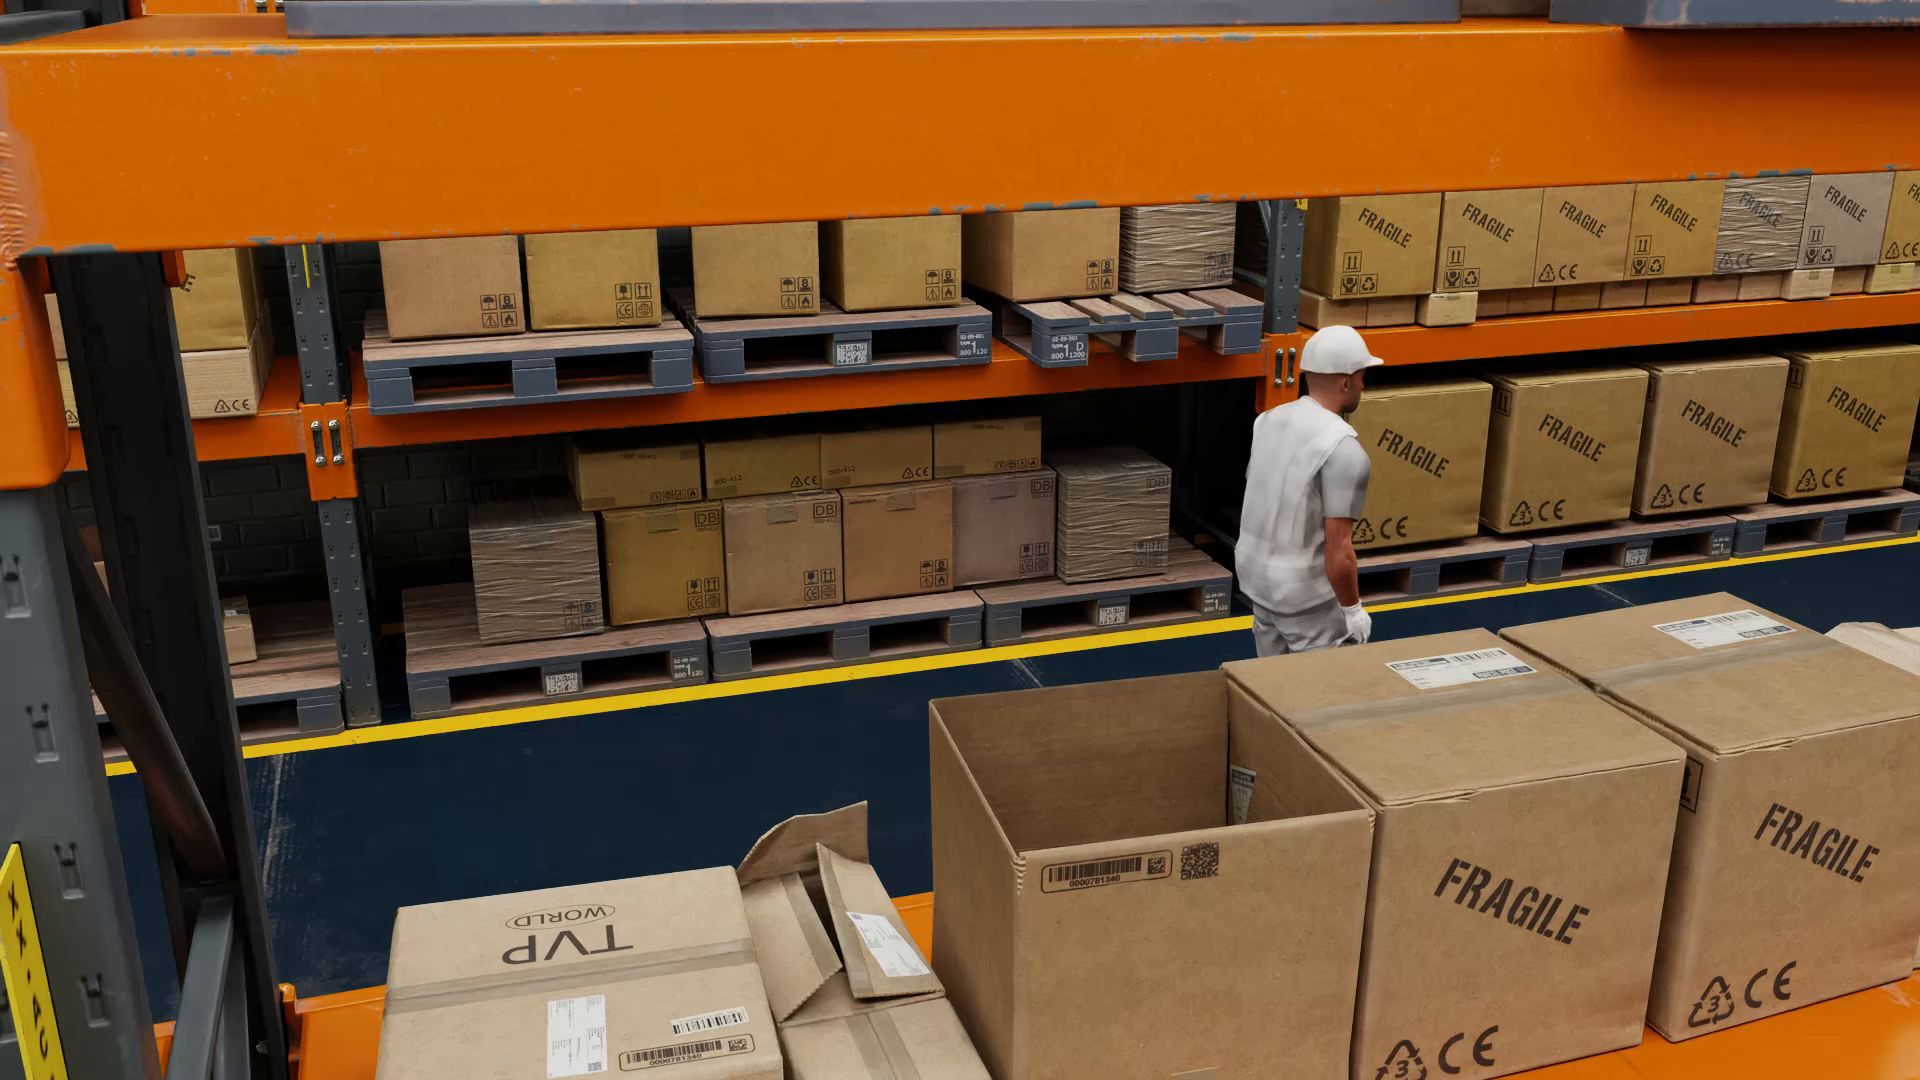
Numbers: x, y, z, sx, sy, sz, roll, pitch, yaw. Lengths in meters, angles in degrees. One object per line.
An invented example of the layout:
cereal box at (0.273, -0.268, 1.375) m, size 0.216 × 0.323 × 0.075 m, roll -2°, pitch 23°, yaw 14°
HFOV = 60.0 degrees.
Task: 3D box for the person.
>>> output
person at (1.158, 0.175, 5.539) m, size 0.452 × 1.777 × 0.610 m, roll -7°, pitch 20°, yaw -20°
